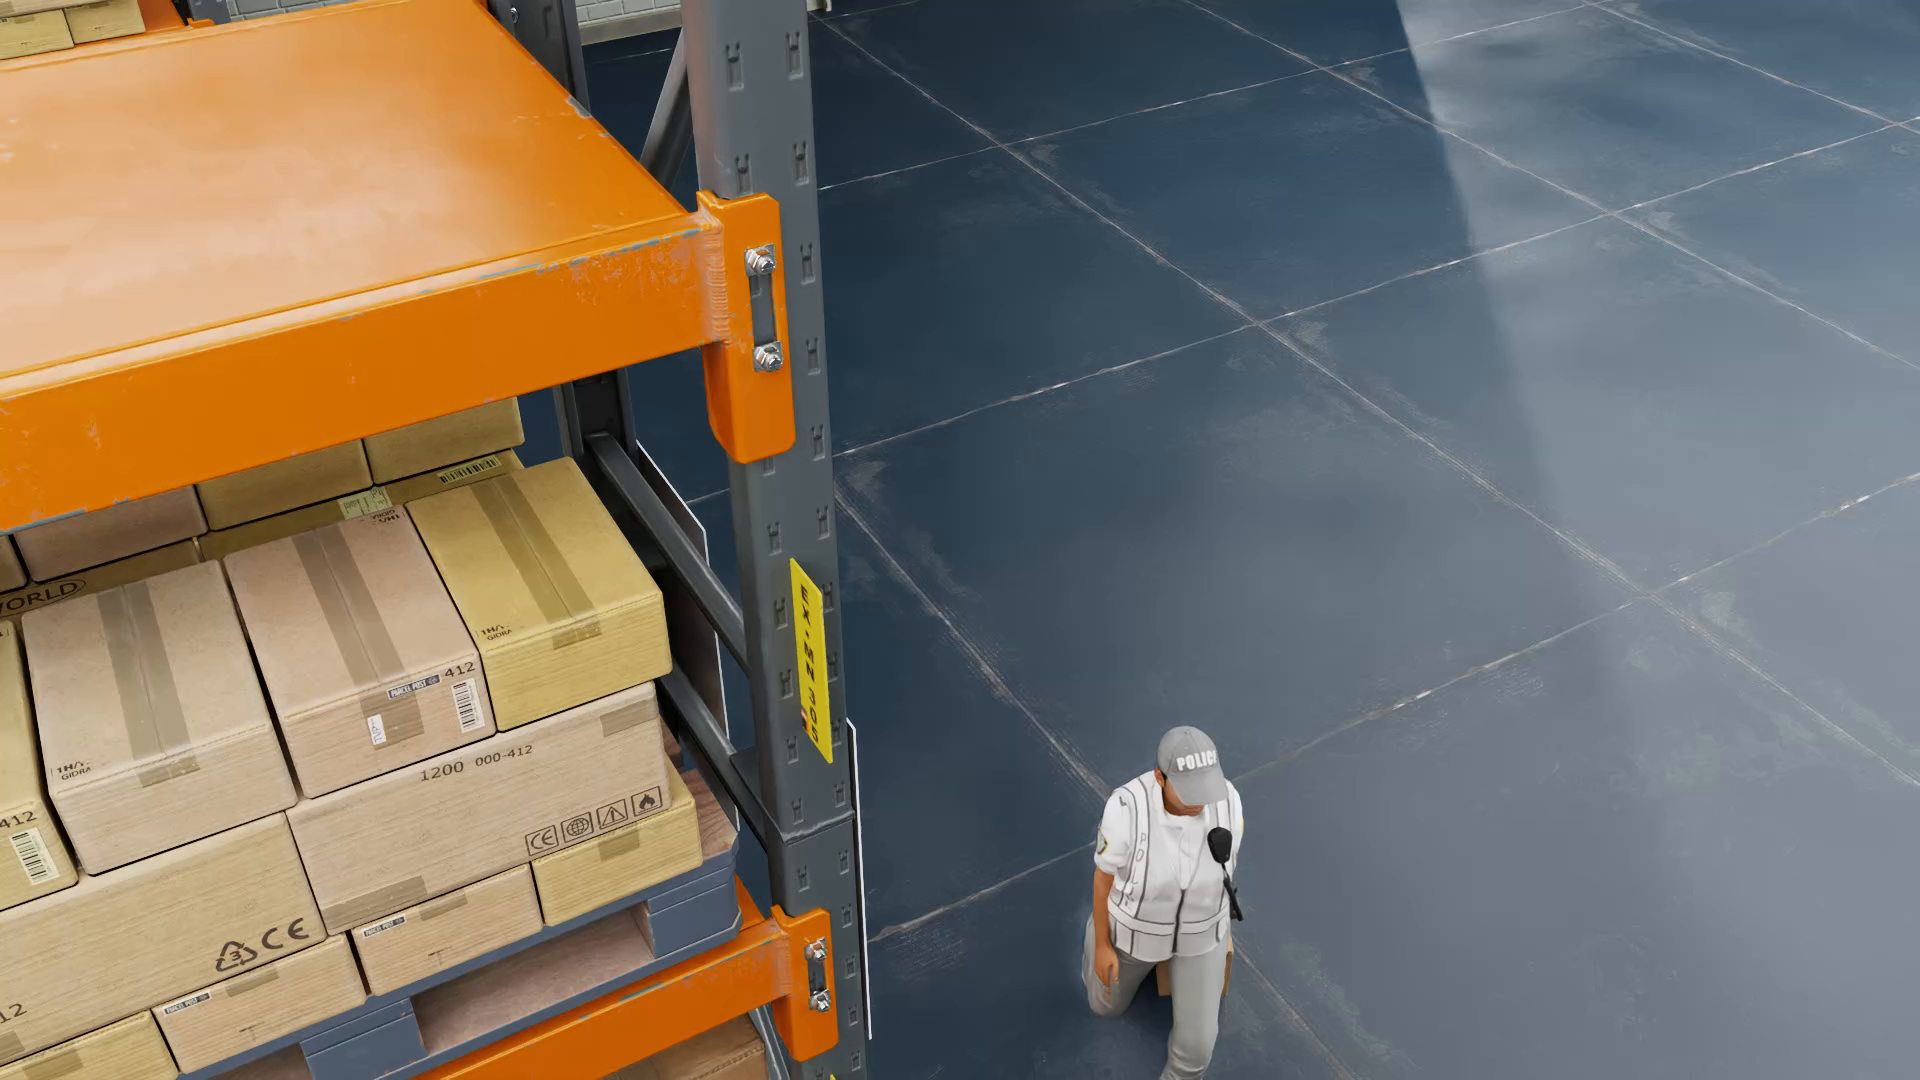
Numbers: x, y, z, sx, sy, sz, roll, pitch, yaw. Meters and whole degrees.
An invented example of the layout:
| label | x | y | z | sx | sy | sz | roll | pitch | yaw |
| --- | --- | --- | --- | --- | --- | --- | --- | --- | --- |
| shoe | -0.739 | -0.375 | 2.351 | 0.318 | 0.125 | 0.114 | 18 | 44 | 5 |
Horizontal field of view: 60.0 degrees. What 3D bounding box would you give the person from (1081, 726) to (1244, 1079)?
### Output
| label | x | y | z | sx | sy | sz | roll | pitch | yaw |
| --- | --- | --- | --- | --- | --- | --- | --- | --- | --- |
| person | 0.647 | 1.178 | 5.343 | 0.481 | 1.622 | 0.849 | -2 | 37 | -2 |
